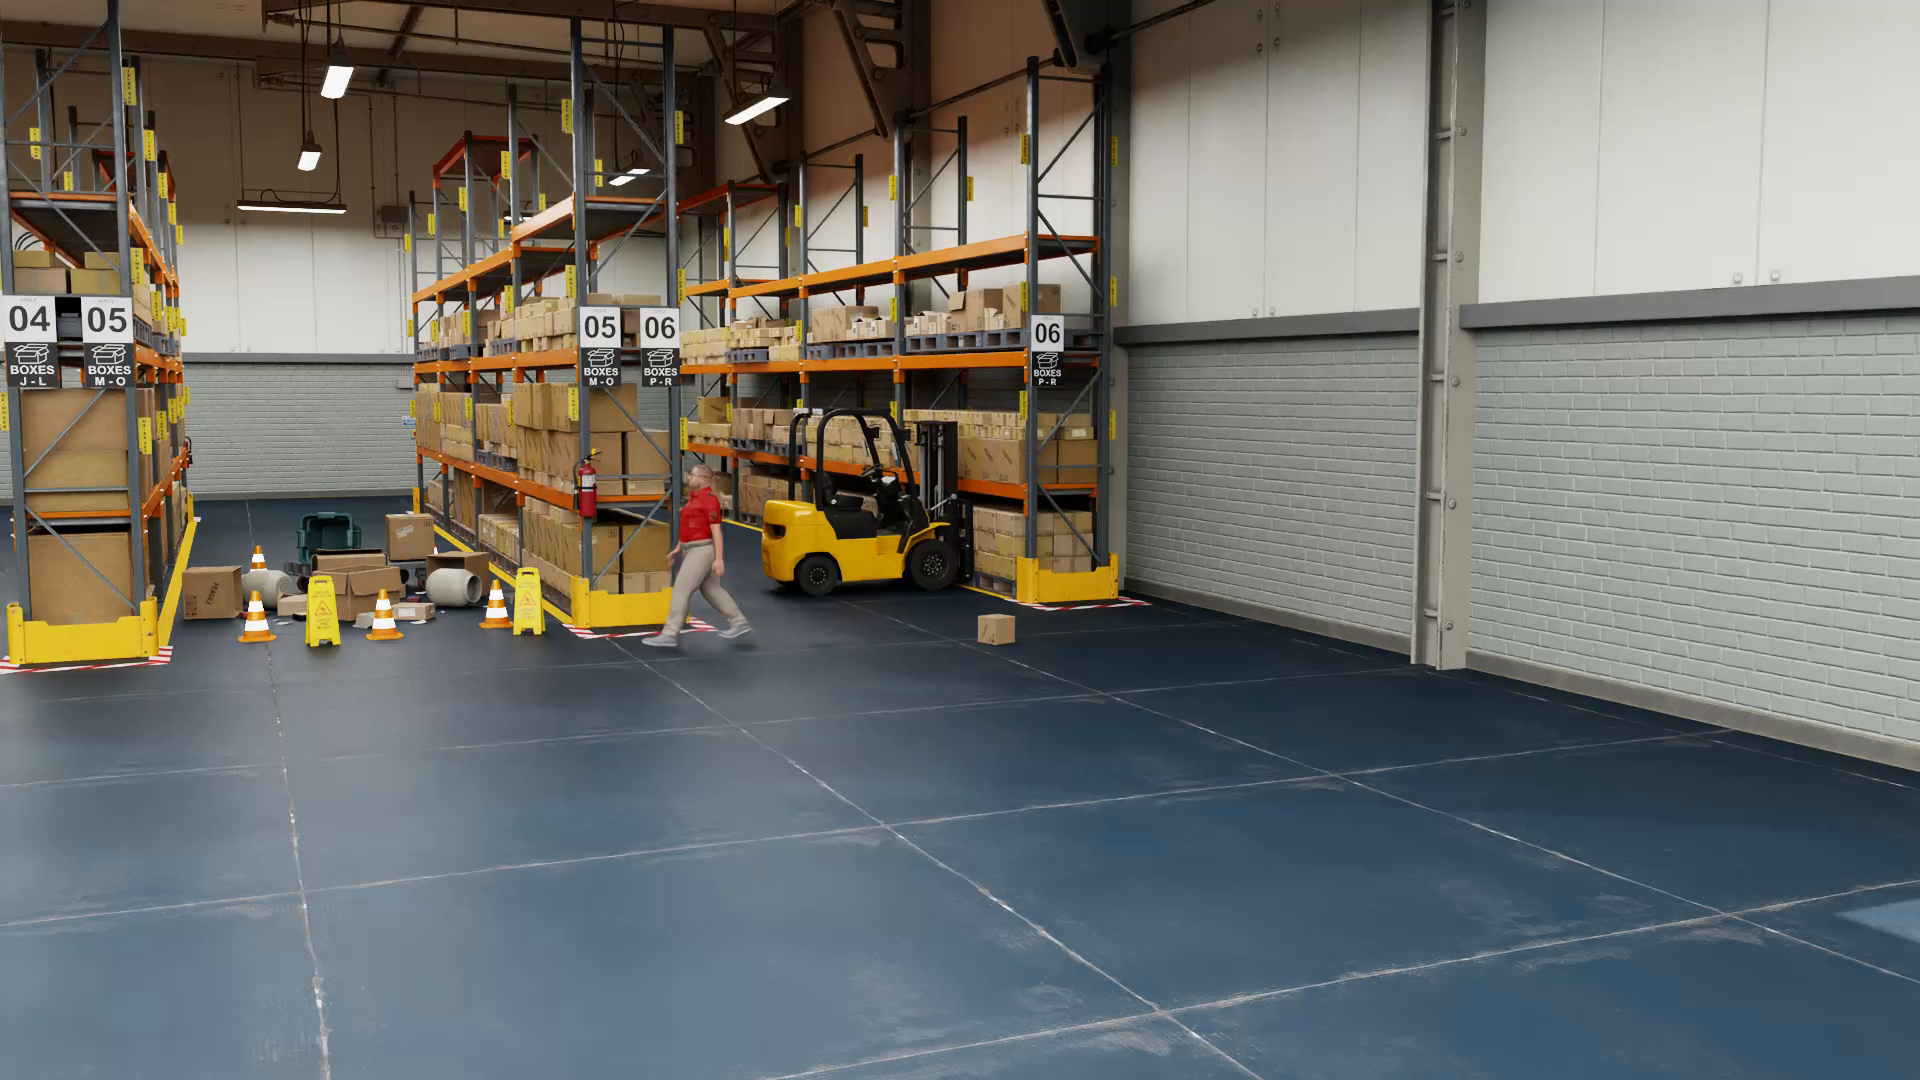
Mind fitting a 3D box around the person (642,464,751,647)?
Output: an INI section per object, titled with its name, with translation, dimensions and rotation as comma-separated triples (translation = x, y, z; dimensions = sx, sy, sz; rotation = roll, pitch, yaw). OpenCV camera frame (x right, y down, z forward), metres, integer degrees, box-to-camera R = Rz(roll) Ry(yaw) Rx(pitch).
[person]
translation = -2.454, 0.133, 15.425
dimensions = 1.052, 1.672, 0.575
rotation = -2, 6, -19
